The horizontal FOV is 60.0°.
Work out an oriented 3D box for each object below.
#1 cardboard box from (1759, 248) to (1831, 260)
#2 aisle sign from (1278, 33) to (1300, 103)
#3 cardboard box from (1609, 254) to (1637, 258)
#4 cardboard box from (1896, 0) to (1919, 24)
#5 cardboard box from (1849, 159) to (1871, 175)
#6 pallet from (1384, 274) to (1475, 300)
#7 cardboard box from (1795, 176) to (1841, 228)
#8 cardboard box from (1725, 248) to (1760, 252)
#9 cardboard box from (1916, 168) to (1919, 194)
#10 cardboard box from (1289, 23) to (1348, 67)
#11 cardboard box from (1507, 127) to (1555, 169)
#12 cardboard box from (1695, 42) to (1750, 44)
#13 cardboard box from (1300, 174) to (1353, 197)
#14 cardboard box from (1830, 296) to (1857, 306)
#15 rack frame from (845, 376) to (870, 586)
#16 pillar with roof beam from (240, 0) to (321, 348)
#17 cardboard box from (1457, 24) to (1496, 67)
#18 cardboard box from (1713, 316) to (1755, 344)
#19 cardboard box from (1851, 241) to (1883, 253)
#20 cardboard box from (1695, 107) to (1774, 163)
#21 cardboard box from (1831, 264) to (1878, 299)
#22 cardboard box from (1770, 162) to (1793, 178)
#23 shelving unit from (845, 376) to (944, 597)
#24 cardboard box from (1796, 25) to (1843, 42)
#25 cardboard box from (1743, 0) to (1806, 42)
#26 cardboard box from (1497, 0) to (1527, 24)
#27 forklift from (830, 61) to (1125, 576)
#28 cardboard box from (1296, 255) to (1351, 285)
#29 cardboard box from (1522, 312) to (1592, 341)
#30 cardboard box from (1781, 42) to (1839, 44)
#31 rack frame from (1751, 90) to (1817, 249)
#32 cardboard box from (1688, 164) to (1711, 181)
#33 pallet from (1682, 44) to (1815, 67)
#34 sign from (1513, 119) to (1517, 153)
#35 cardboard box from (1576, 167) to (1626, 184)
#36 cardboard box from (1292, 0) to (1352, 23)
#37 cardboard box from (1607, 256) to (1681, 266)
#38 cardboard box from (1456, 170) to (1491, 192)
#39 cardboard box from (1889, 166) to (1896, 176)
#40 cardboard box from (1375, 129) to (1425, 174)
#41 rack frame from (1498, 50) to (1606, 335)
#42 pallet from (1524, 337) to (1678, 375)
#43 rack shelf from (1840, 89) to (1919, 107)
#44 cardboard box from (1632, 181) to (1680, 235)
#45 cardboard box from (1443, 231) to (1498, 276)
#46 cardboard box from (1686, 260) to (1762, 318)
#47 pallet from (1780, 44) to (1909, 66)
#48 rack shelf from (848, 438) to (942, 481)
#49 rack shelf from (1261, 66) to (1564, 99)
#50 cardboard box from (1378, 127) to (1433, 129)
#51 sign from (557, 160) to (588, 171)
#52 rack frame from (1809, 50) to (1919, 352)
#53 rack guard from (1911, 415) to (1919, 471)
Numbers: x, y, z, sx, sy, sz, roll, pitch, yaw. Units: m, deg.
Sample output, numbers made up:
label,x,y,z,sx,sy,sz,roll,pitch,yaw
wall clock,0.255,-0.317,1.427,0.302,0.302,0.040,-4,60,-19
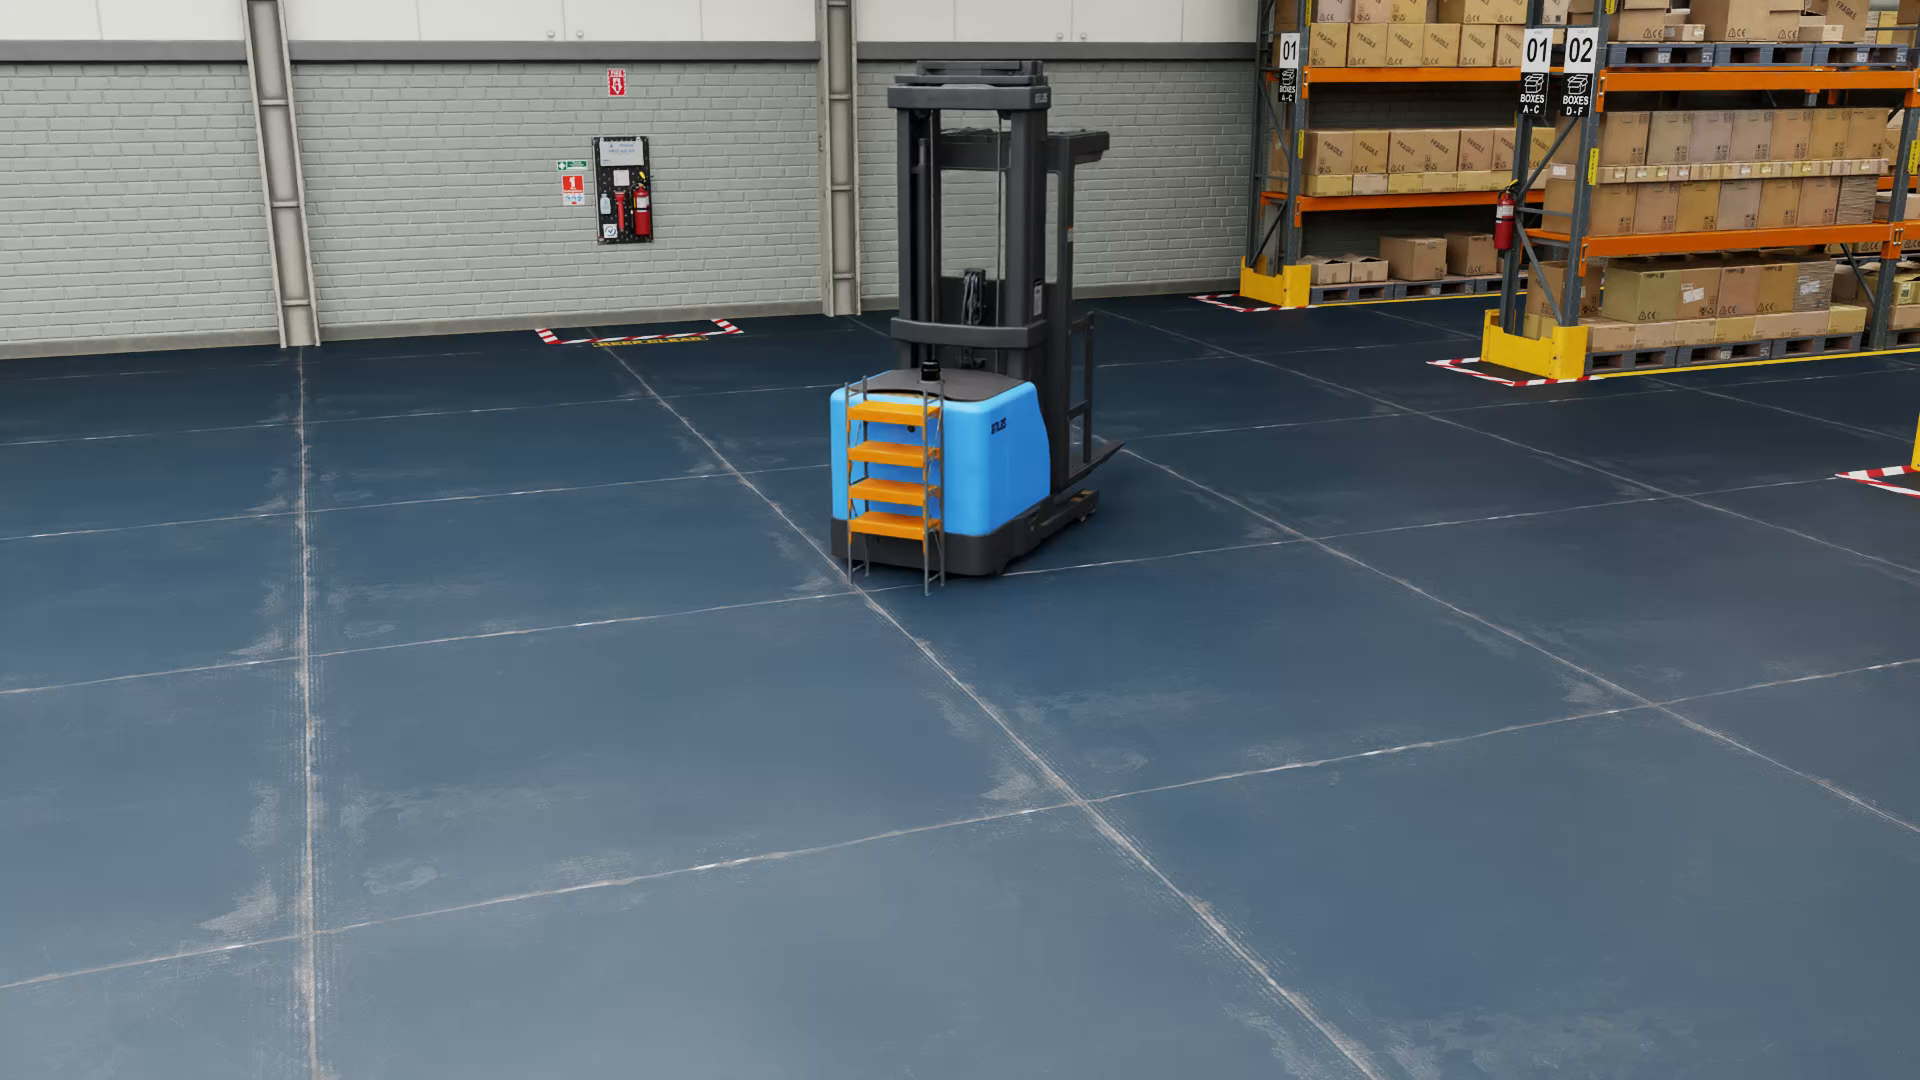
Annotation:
label,x,y,z,sx,sy,sz,roll,pitch,yaw
cardboard box,8.819,-2.809,17.643,0.500,0.500,0.500,-6,17,-20
aisle sign,3.893,-5.592,19.703,0.004,0.787,0.394,-6,17,-20
cardboard box,8.734,-3.990,22.516,0.500,0.500,0.700,-7,18,-21
cardboard box,9.955,-5.511,16.909,0.500,0.500,0.500,-6,17,-19
cardboard box,8.956,-3.782,16.825,0.250,0.149,0.380,-7,18,-21
pallet,5.833,-3.295,21.444,1.213,0.211,1.003,-6,17,-20
cardboard box,8.462,-3.478,16.940,0.500,0.500,0.700,-6,18,-21
cardboard box,10.670,-4.163,23.105,0.500,0.500,0.700,-6,17,-19
cardboard box,10.579,-3.705,17.715,0.500,0.500,0.500,-5,17,-16
cardboard box,4.255,-5.895,19.814,0.500,0.500,0.500,-6,17,-19
cardboard box,7.258,-5.002,21.209,0.500,0.500,0.500,-6,17,-20
cardboard box,10.080,-6.629,22.307,0.637,0.503,0.797,-4,17,-12
cardboard box,4.423,-4.334,20.264,0.500,0.250,0.500,-7,18,-22
cardboard box,9.648,-2.531,18.029,0.500,0.250,0.500,-6,18,-21
rack frame,-0.592,-0.338,9.618,0.015,1.200,0.240,7,18,23
pillar with roof beam,-5.468,-5.265,12.556,0.400,9.000,9.100,-6,17,-20
cardboard box,6.225,-6.101,20.515,0.500,0.500,0.500,-7,18,-22
cardboard box,7.611,-2.156,16.752,0.500,0.250,0.500,-6,17,-20
cardboard box,12.878,-4.534,23.783,0.750,0.750,0.750,-6,17,-20
cardboard box,7.547,-4.003,16.427,0.500,0.500,0.700,-6,17,-20
cardboard box,9.640,-2.799,17.944,0.500,0.311,0.500,-6,17,-20
cardboard box,8.001,-3.679,16.473,0.250,0.149,0.380,-6,17,-18
shelving unit,-0.369,-0.310,9.524,0.503,1.200,0.258,7,18,23
cardboard box,8.336,-4.925,16.174,0.250,0.149,0.380,-6,17,-20
cardboard box,7.782,-5.156,16.330,0.637,0.503,0.797,-4,17,-14
cardboard box,6.707,-6.630,20.542,0.500,0.500,0.500,-5,17,-17
forklift,0.287,-1.570,10.742,1.130,2.935,3.031,7,18,23
cardboard box,4.532,-3.398,20.836,0.500,0.311,0.500,-8,18,-26
cardboard box,6.024,-2.142,16.703,0.500,0.250,0.500,-6,17,-20
cardboard box,11.747,-6.999,22.825,0.500,0.500,0.700,-8,18,-24
rack frame,11.324,-5.237,23.109,0.127,3.000,1.000,-6,17,-20
cardboard box,7.036,-3.574,16.118,0.250,0.149,0.380,-7,18,-22
pallet,7.440,-4.713,16.157,1.213,0.211,1.003,-6,17,-20
sign,5.448,-3.941,16.220,0.005,0.325,0.100,-6,17,-20
cardboard box,6.073,-3.470,15.762,0.250,0.149,0.380,-6,18,-20
cardboard box,4.300,-6.382,19.697,0.500,0.500,0.500,-8,18,-24
cardboard box,6.952,-2.607,16.955,0.500,0.500,0.500,-6,17,-20
cardboard box,6.322,-4.541,20.970,0.500,0.250,0.500,-6,17,-20
cardboard box,13.142,-5.256,23.584,0.250,0.149,0.380,-6,17,-20
cardboard box,5.356,-4.795,20.502,0.500,0.500,0.500,-7,18,-22
rack frame,5.629,-3.128,15.926,0.127,3.000,1.000,-6,17,-20
pallet,6.328,-1.878,16.618,1.213,0.211,1.003,-6,17,-20
rack shelf,11.232,-4.827,17.664,4.000,0.370,1.077,-6,17,-20
cardboard box,6.559,-3.274,16.245,0.500,0.500,0.700,-6,17,-19
cardboard box,6.634,-3.731,21.634,0.500,0.500,0.500,-8,18,-24
cardboard box,7.611,-2.516,16.646,0.500,0.500,0.500,-6,17,-20
pallet,8.577,-4.835,16.573,1.213,0.211,1.003,-6,17,-20
rack shelf,-0.369,-0.460,9.480,0.480,0.148,0.258,7,18,23
rack shelf,5.721,-5.726,20.728,4.000,0.370,1.077,-6,17,-20
cardboard box,5.642,-4.984,21.146,0.500,0.500,0.500,-6,17,-19
sign,-4.272,-4.126,18.320,0.331,0.109,0.001,-6,17,-20
rack frame,9.365,-3.531,17.299,0.127,3.000,1.000,-6,17,-20
rack guard,7.452,-0.645,11.907,0.348,0.500,1.175,-6,17,-20
